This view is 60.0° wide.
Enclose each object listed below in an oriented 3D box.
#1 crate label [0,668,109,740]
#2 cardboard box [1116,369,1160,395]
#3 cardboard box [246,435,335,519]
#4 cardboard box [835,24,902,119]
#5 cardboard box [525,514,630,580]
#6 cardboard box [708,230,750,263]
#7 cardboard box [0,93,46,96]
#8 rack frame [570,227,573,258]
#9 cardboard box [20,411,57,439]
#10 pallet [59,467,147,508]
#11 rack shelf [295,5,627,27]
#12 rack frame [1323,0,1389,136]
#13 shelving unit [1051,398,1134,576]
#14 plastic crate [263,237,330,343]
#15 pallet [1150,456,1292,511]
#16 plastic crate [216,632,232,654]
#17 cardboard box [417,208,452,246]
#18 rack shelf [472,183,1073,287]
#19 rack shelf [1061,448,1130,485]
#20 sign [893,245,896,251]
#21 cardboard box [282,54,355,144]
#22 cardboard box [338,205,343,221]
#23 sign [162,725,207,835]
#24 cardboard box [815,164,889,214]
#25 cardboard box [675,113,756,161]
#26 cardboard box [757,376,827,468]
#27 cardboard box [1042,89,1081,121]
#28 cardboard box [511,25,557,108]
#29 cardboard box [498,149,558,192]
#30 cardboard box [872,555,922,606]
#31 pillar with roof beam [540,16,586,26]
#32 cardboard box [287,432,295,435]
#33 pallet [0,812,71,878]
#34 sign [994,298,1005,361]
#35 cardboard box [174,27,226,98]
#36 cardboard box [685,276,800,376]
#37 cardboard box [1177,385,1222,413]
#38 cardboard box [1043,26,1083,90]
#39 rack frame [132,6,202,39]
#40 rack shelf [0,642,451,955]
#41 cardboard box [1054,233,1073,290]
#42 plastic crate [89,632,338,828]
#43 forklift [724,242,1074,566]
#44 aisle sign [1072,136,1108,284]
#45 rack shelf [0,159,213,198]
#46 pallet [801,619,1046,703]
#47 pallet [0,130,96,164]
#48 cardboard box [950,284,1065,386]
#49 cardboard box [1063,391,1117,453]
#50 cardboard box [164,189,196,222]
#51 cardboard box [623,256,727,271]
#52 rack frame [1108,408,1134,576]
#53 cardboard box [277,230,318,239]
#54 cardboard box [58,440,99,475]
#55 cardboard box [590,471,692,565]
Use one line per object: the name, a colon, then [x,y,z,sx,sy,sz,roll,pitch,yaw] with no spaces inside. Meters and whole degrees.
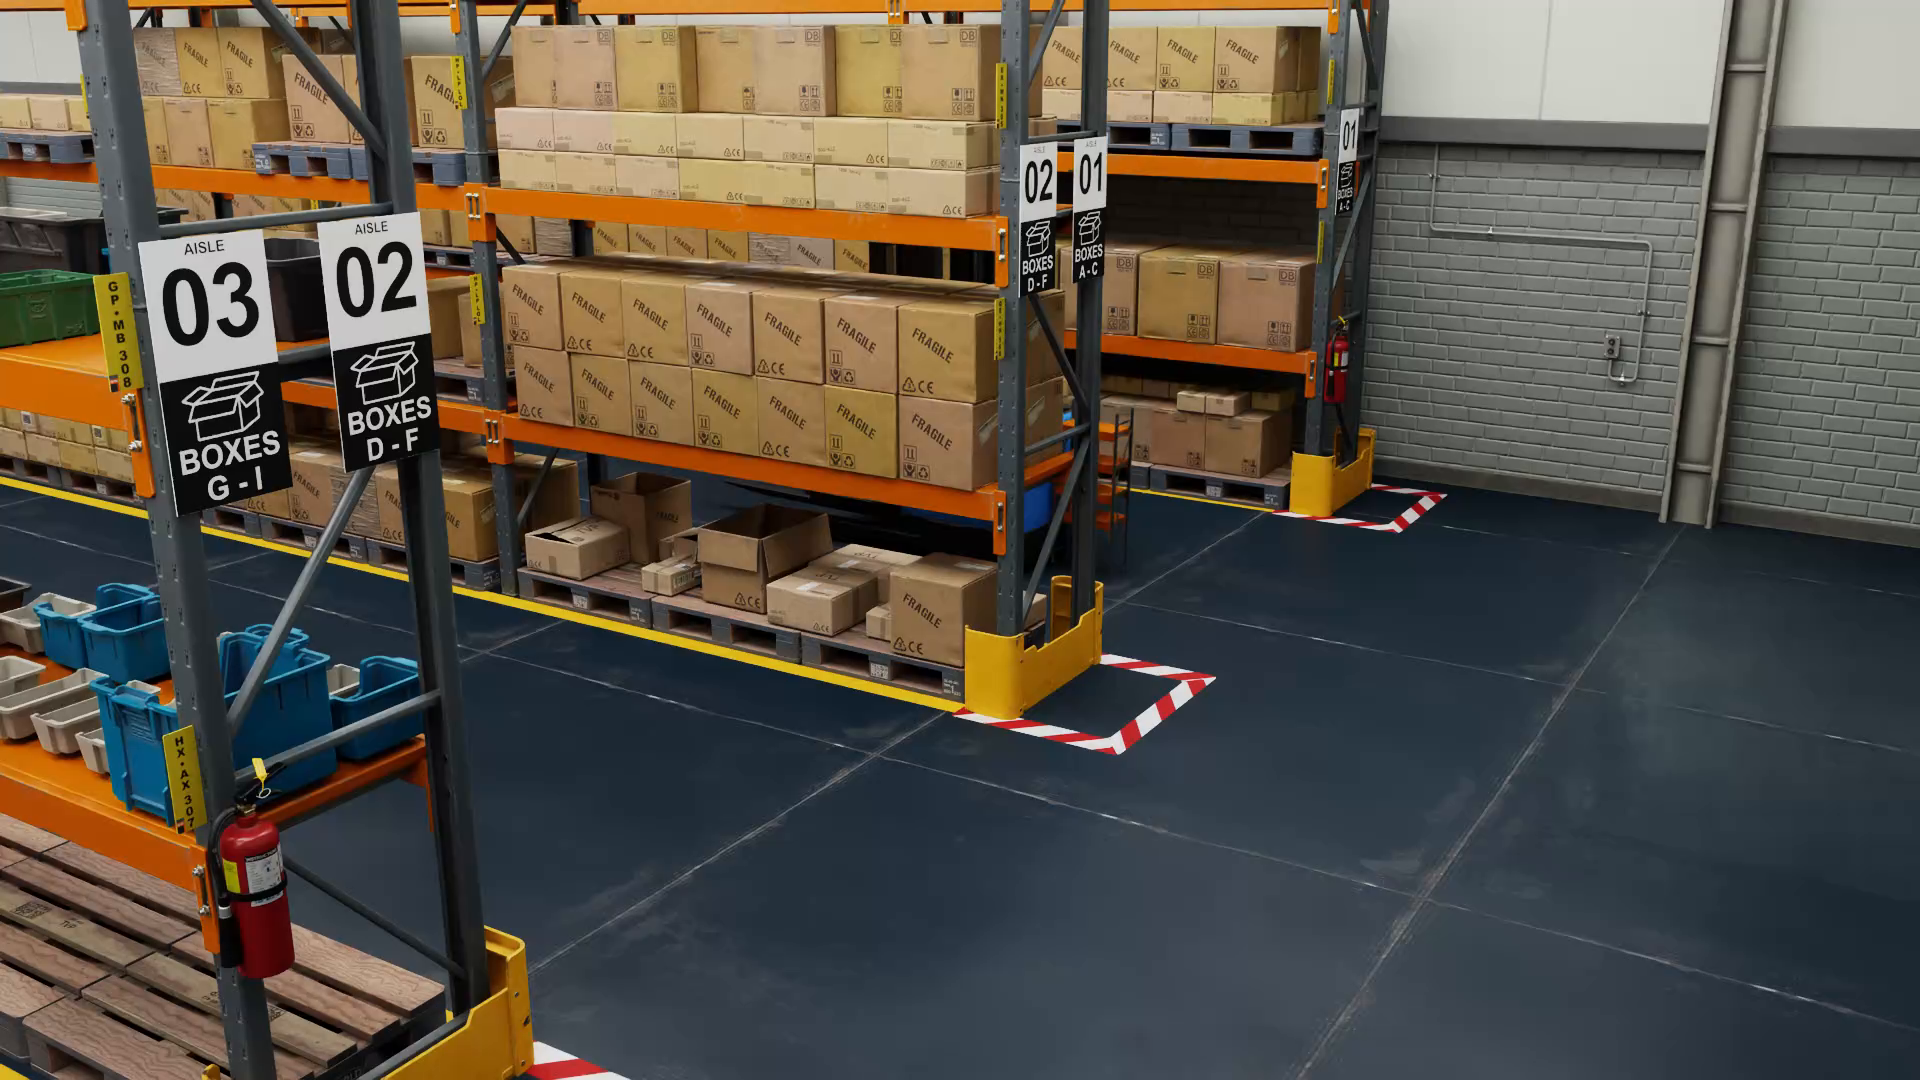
crate label: [-3.354,0.602,6.089,0.243,0.136,0.396,10,20,30]
cardboard box: [1.591,-1.406,14.811,0.250,0.149,0.380,10,20,31]
cardboard box: [-5.184,-0.494,12.891,0.500,0.500,0.500,10,19,29]
cardboard box: [-0.308,-2.691,9.527,0.500,0.500,0.700,10,20,30]
cardboard box: [-2.644,0.026,11.502,0.500,0.311,0.500,10,20,30]
cardboard box: [-2.116,-2.830,16.320,0.500,0.500,0.500,11,20,32]
cardboard box: [-8.108,-3.642,14.086,0.500,0.250,0.500,8,19,25]
rack frame: [-3.707,-3.003,17.606,0.127,3.000,1.000,10,20,30]
cardboard box: [-7.747,-1.103,14.394,0.500,0.311,0.500,10,20,30]
pallet: [-6.978,-0.576,14.414,1.213,0.211,1.003,10,20,30]
rack shelf: [-5.412,-5.642,17.898,4.000,0.370,1.077,10,20,30]
rack frame: [3.110,-4.656,12.728,0.127,3.000,1.000,10,20,30]
shelving unit: [0.956,-0.386,12.070,0.503,1.200,0.258,13,21,33]
plastic crate: [-2.257,-0.833,5.525,0.590,0.269,0.497,10,20,30]
pallet: [2.387,-0.554,14.342,1.213,0.211,1.003,10,20,30]
plastic crate: [-2.921,0.474,6.512,0.298,0.136,0.250,10,20,30]
cardboard box: [-5.650,-3.605,18.658,0.500,0.500,0.700,13,21,38]
rack shelf: [-1.184,-1.954,10.229,4.000,0.370,1.077,10,20,30]
rack shelf: [0.959,-0.535,12.023,0.480,0.148,0.258,13,21,33]
sign: [-0.574,-2.775,14.999,0.005,0.325,0.100,10,20,30]
cardboard box: [-4.417,-3.196,12.014,0.600,0.600,0.600,9,19,28]
cardboard box: [-7.407,-4.031,19.924,0.500,0.500,0.500,10,19,29]
sign: [-2.349,0.728,5.042,0.005,0.325,0.100,10,20,30]
cardboard box: [-0.476,-2.014,9.447,0.500,0.250,0.500,10,20,30]
cardboard box: [-1.331,-2.404,9.870,0.500,0.250,0.500,10,20,30]
cardboard box: [-0.870,-0.762,10.058,0.500,0.500,0.500,10,20,30]
cardboard box: [1.020,-3.679,14.035,0.500,0.250,0.500,10,19,29]
cardboard box: [-2.454,-3.064,10.754,0.500,0.500,0.700,10,20,30]
cardboard box: [-2.603,-2.395,10.703,0.500,0.250,0.500,10,20,30]
cardboard box: [-0.221,0.318,10.649,0.500,0.250,0.500,10,20,30]
pillar with roof beam: [-6.615,-5.219,14.580,0.400,9.000,9.100,10,20,30]
cardboard box: [-5.377,-0.706,13.588,0.500,0.500,0.500,11,20,32]
pallet: [-4.837,1.496,7.594,1.213,0.211,1.003,10,20,30]
sign: [0.213,-1.129,8.902,0.005,0.325,0.100,10,20,30]
cardboard box: [-5.494,-3.591,12.490,0.500,0.500,0.500,10,20,30]
cardboard box: [-1.316,-1.317,10.163,0.500,0.500,0.500,11,20,32]
cardboard box: [2.038,-1.196,14.120,0.250,0.149,0.380,11,20,32]
cardboard box: [1.027,-4.037,13.923,0.500,0.500,0.500,10,20,30]
rack frame: [-6.297,-4.646,12.693,0.127,3.000,1.000,10,20,30]
rack shelf: [-3.779,0.708,6.628,4.000,0.370,1.077,10,20,30]
cardboard box: [0.774,-2.339,14.904,0.700,0.700,0.980,10,19,29]
plastic crate: [-2.458,0.617,5.524,0.499,0.435,0.616,10,20,30]
forklift: [-0.518,-1.507,12.798,3.031,2.935,1.130,11,20,33]
aisle sign: [0.732,-1.865,9.387,0.004,0.787,0.394,10,20,30]
rack shelf: [-8.001,-3.171,14.235,4.000,0.370,1.077,10,20,30]
pallet: [-0.224,0.643,10.401,1.213,0.211,1.003,10,20,30]
pallet: [-6.922,-3.201,13.424,1.003,0.211,1.213,11,20,33]
cardboard box: [0.280,-1.218,9.836,0.500,0.500,0.500,11,20,32]
cardboard box: [1.147,-1.104,14.934,0.500,0.500,0.700,11,20,31]
cardboard box: [-9.422,-4.211,20.518,0.500,0.500,0.500,9,19,28]
cardboard box: [-1.884,-1.603,11.106,0.500,0.500,0.500,10,19,29]
rack frame: [1.156,-0.341,11.938,0.015,1.200,0.240,13,21,33]
cardboard box: [-7.678,-3.546,19.618,0.500,0.250,0.500,10,20,30]
cardboard box: [-7.314,-0.758,14.224,0.500,0.250,0.500,10,19,29]
cardboard box: [-2.254,-0.165,11.807,0.500,0.500,0.500,10,20,30]
